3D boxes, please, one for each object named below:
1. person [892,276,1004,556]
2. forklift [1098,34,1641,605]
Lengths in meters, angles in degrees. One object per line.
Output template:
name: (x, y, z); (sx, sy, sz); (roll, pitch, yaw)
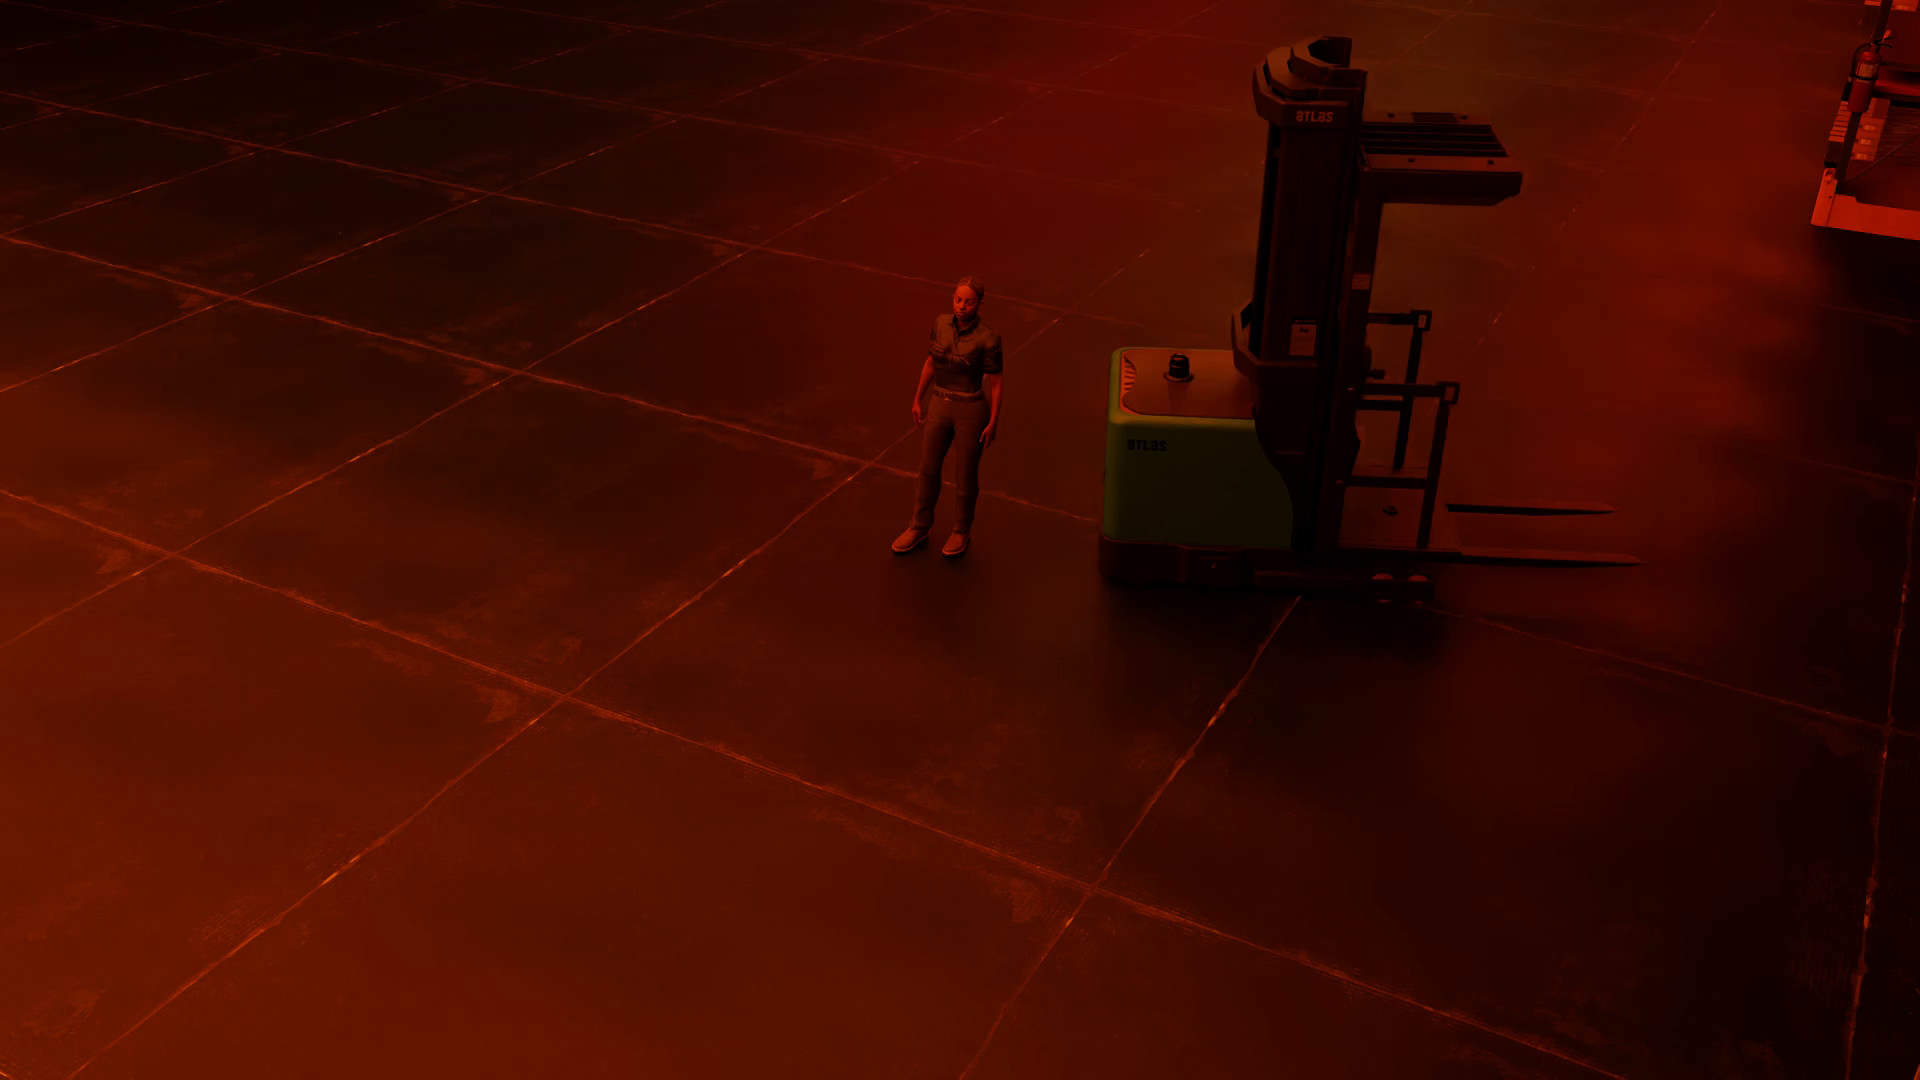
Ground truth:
person: (-0.060, -0.689, 9.527); (0.570, 1.657, 0.502); (15, 33, 25)
forklift: (2.346, -1.184, 9.121); (3.031, 2.935, 1.130); (3, 30, 5)
